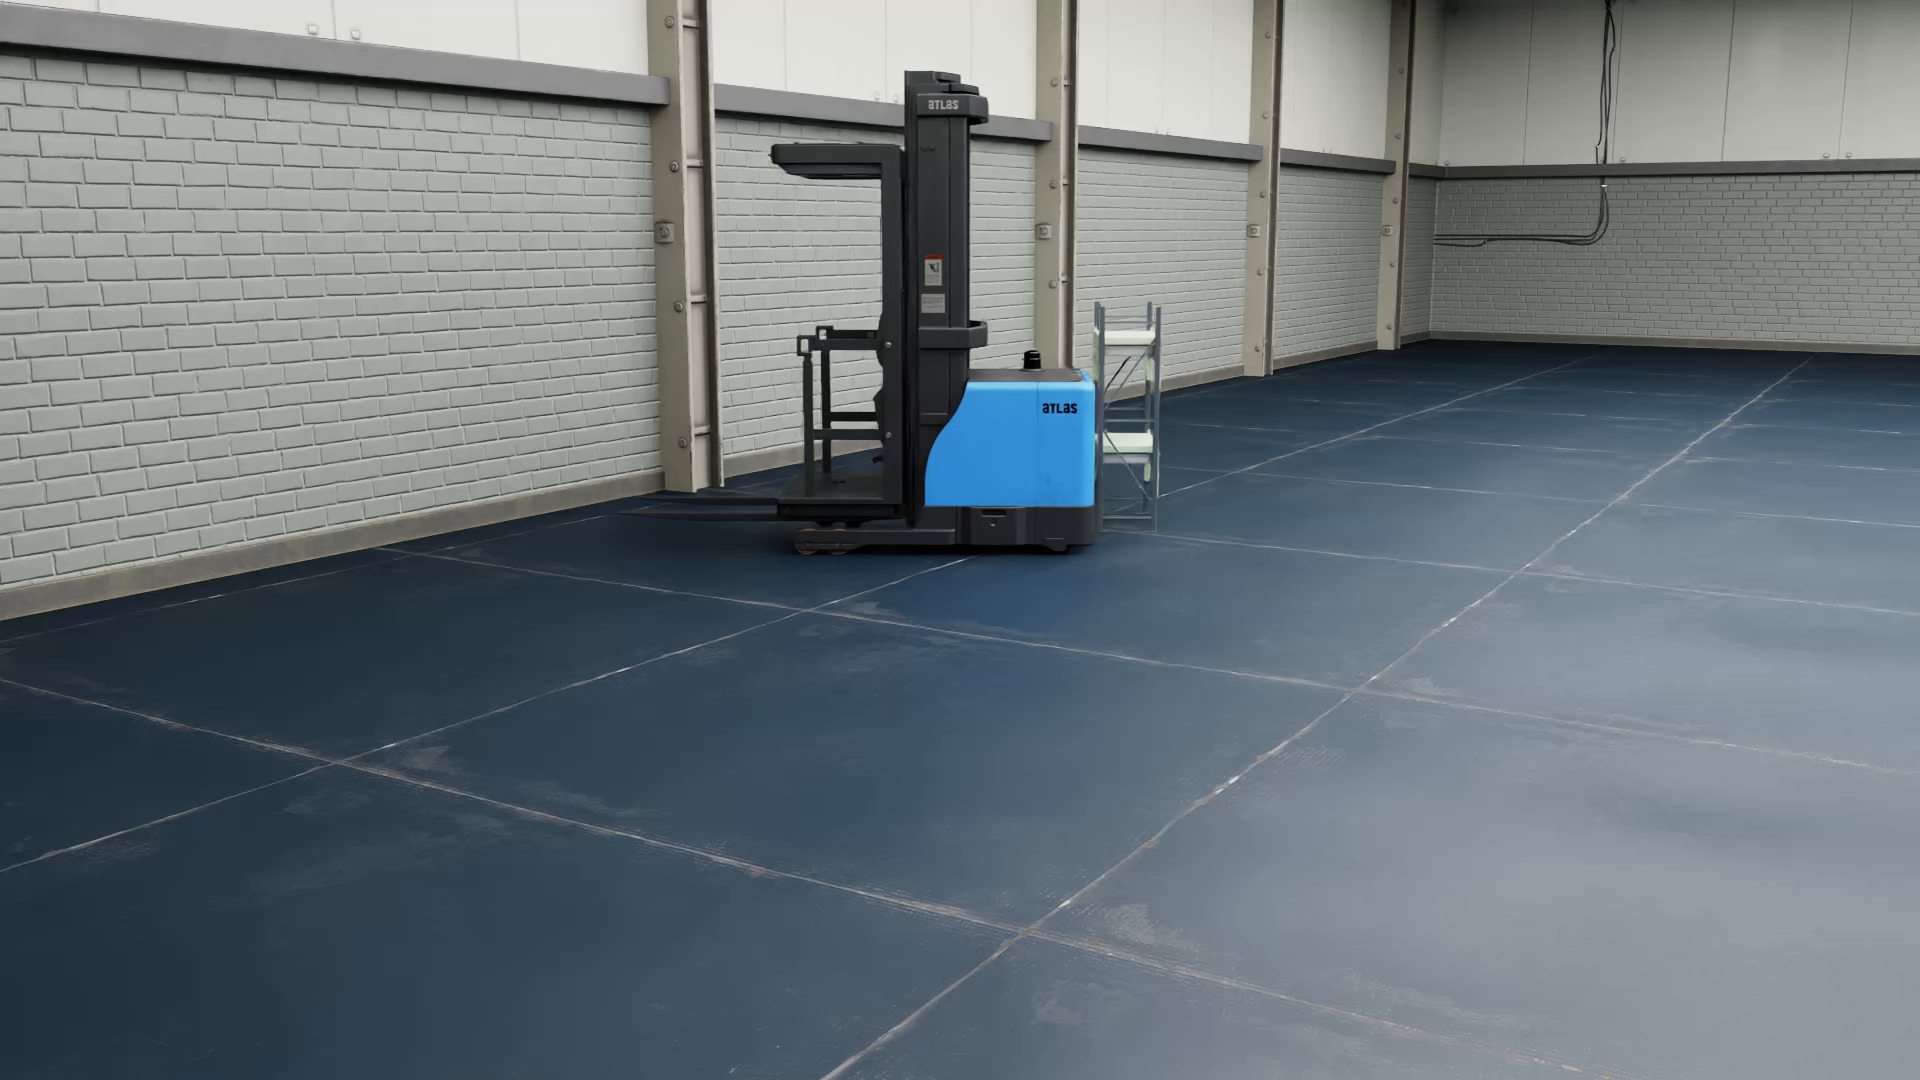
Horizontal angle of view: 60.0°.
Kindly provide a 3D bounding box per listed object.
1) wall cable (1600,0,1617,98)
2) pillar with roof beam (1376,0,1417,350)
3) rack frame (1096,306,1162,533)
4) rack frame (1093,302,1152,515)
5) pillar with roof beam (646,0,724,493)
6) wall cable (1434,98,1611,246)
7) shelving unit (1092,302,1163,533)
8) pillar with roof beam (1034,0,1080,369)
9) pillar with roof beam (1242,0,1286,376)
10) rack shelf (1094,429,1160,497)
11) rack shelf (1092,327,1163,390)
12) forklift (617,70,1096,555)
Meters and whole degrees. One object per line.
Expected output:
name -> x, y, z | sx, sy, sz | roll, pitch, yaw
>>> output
wall cable -> 12.223, -8.700, 27.600 | 3.097, 2.526, 0.112 | 6, 12, 31
pillar with roof beam -> 10.930, -7.254, 25.162 | 9.100, 9.000, 0.400 | 6, 12, 31
rack frame -> 1.115, -0.787, 10.997 | 0.400, 1.500, 0.023 | 0, 11, 2
rack frame -> 1.138, -0.922, 11.716 | 0.400, 1.500, 0.023 | 0, 11, 2
pillar with roof beam -> 1.585, -4.423, 10.041 | 9.100, 9.000, 0.400 | 6, 12, 31
wall cable -> 9.911, -6.476, 29.445 | 3.097, 2.526, 0.112 | 6, 12, 31
shelving unit -> 1.127, -0.854, 11.357 | 0.431, 1.500, 0.755 | 0, 11, 2
pillar with roof beam -> 4.700, -5.367, 15.081 | 9.100, 9.000, 0.400 | 6, 12, 31
pillar with roof beam -> 7.815, -6.310, 20.122 | 9.100, 9.000, 0.400 | 6, 12, 31
rack shelf -> 1.127, -0.534, 11.417 | 0.431, 0.370, 0.720 | 0, 11, 2
rack shelf -> 1.127, -1.238, 11.285 | 0.431, 0.370, 0.720 | 0, 11, 2
forklift -> -0.654, -1.444, 10.619 | 3.031, 2.935, 1.130 | 0, 11, 2
